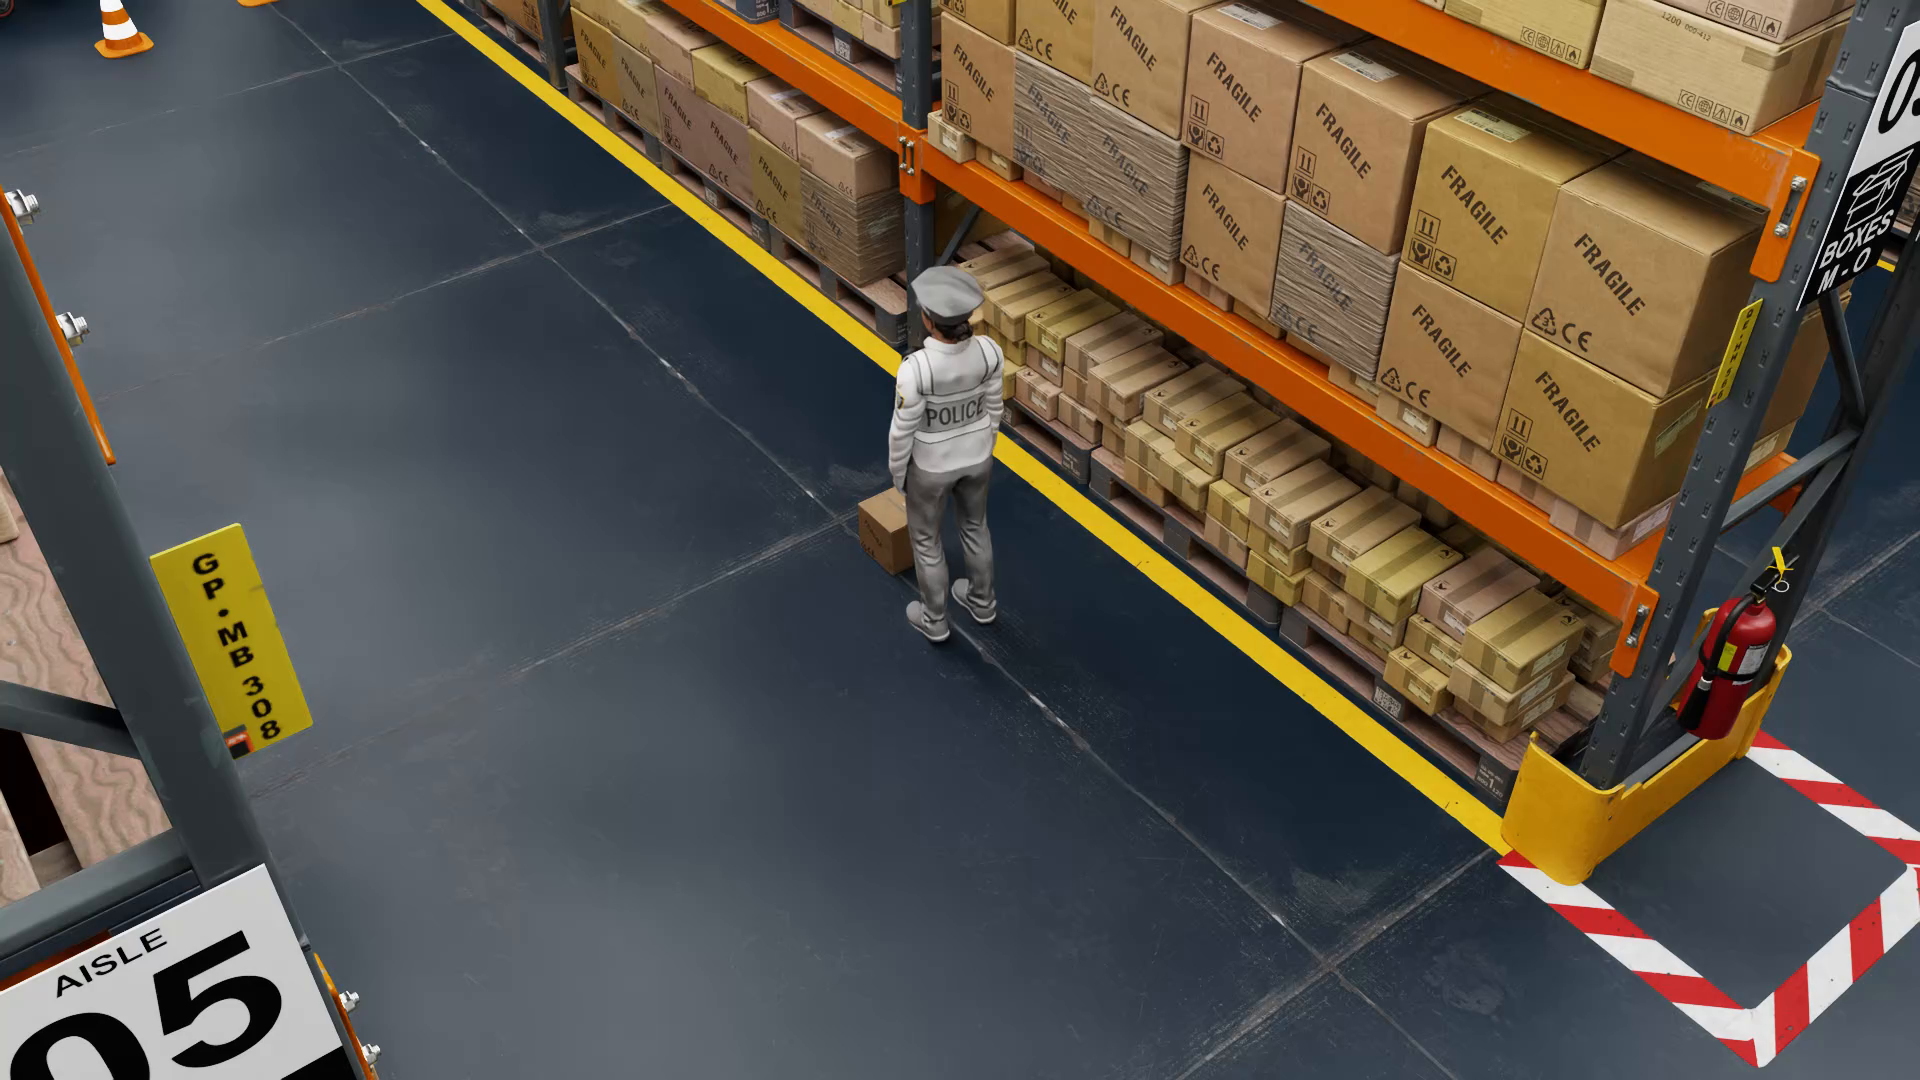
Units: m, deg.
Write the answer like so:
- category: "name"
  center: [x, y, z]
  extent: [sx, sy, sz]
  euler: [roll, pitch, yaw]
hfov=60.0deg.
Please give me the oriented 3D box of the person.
- category: "person"
  center: [-0.064, -0.310, 6.527]
  extent: [0.467, 1.688, 0.333]
  euler: [-18, 44, -20]
